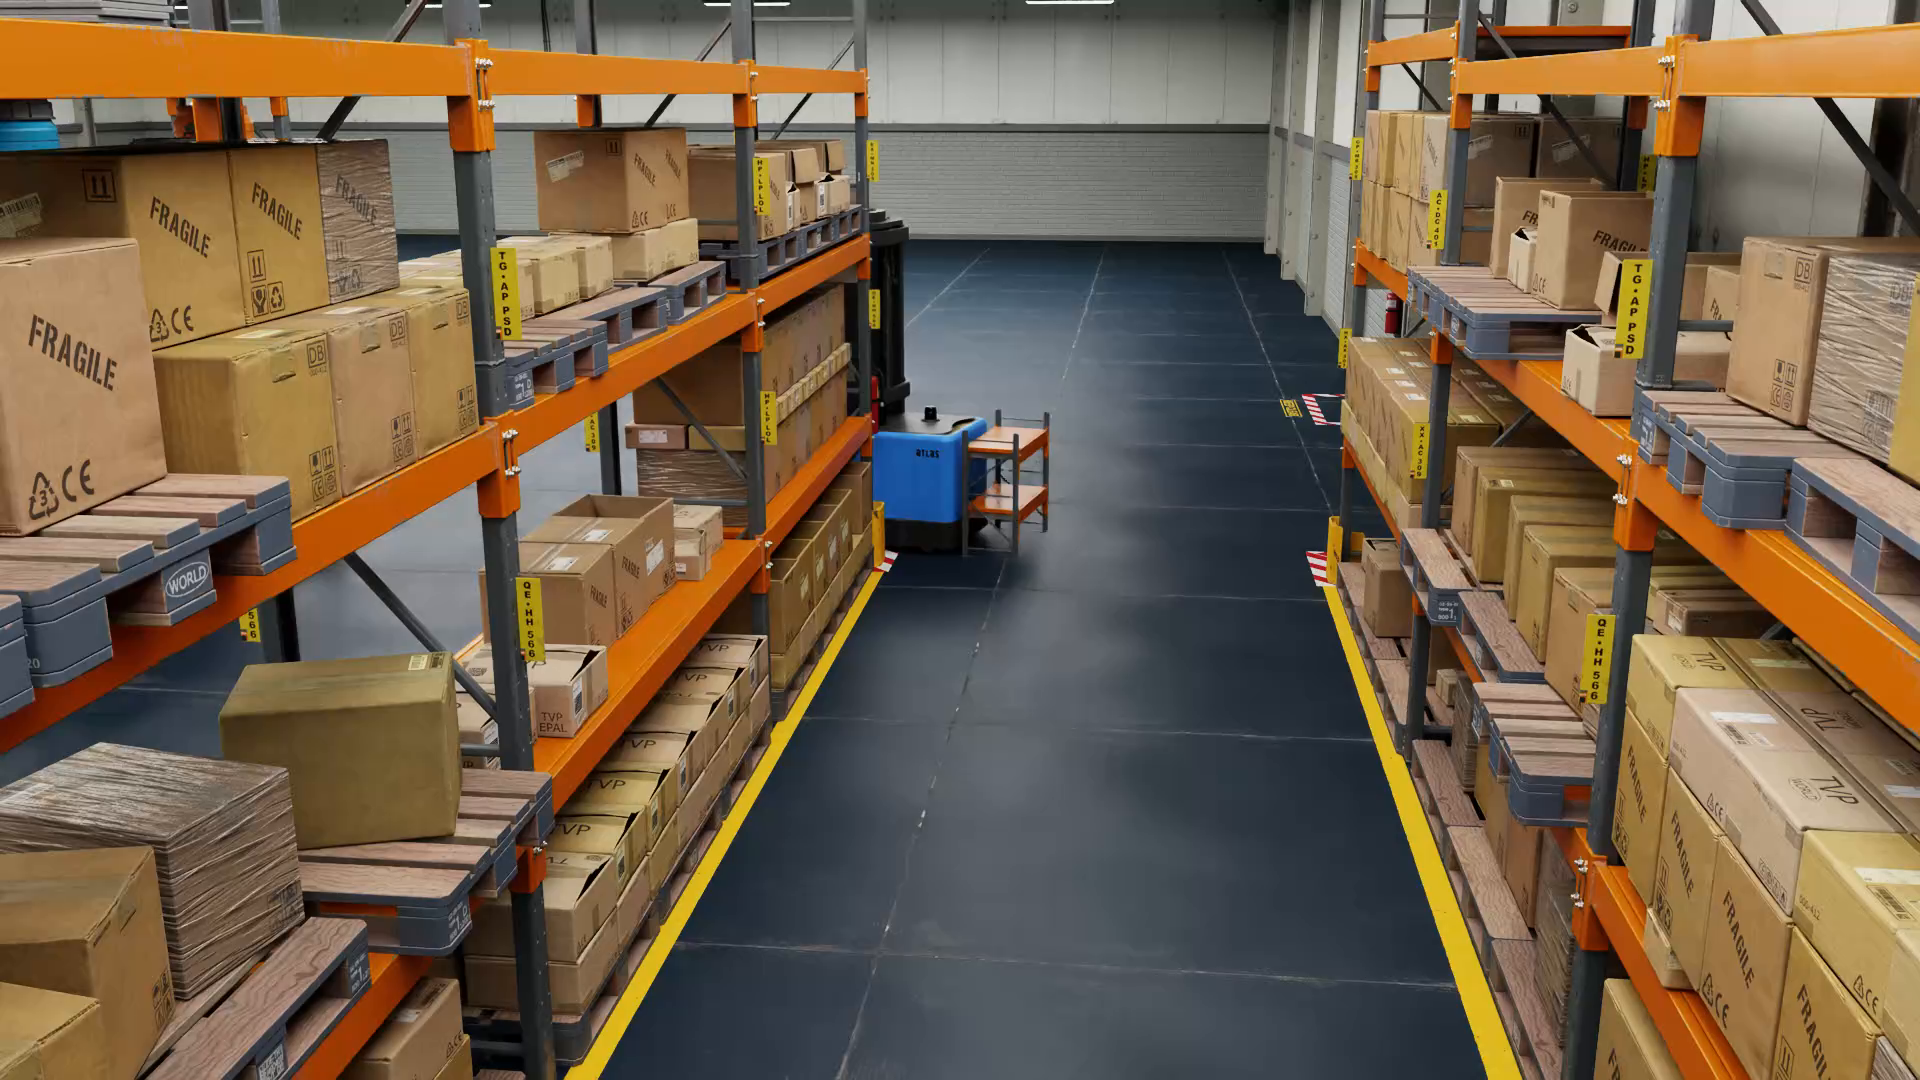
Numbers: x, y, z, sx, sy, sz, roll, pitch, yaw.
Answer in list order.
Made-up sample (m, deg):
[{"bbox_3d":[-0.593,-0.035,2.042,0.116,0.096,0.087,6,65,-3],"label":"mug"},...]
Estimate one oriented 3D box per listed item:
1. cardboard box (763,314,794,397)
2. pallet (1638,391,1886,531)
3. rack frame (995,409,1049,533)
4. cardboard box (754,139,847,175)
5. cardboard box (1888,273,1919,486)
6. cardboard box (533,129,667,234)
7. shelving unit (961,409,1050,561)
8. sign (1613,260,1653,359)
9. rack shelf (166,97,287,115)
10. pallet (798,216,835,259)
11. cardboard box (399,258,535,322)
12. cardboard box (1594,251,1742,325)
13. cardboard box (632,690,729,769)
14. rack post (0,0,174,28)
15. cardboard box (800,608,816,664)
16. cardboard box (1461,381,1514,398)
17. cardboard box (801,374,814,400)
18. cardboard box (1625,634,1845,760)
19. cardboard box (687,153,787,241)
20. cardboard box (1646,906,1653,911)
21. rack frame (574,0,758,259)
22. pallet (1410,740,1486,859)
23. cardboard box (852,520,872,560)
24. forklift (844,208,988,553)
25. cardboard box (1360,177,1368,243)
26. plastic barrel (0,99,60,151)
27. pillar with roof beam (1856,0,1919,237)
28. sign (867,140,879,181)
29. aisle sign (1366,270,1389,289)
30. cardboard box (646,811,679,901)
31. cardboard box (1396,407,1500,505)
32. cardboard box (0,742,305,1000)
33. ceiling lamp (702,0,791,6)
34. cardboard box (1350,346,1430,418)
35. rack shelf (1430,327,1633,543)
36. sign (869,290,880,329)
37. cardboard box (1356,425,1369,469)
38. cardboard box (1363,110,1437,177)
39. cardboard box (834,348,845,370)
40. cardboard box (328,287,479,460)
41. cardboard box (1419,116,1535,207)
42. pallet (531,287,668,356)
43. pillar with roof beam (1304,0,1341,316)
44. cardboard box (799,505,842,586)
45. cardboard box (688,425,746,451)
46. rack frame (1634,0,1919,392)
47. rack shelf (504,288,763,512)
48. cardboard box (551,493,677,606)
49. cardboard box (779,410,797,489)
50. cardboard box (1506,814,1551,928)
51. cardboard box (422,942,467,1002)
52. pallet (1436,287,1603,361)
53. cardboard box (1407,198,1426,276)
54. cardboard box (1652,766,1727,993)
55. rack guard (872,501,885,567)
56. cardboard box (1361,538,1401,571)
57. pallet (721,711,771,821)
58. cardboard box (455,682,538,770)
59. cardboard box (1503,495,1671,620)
[{"bbox_3d":[-1.547,-1.281,11.477,0.700,0.500,0.500,2,15,6],"label":"cardboard box"},{"bbox_3d":[2.748,-0.237,4.905,1.213,0.211,1.003,2,15,9],"label":"pallet"},{"bbox_3d":[0.571,-0.634,15.352,0.500,1.125,0.032,5,16,17],"label":"rack frame"},{"bbox_3d":[-1.321,-2.887,13.076,0.797,0.503,0.637,3,15,10],"label":"cardboard box"},{"bbox_3d":[2.687,-0.347,3.919,0.700,0.500,0.500,2,15,9],"label":"cardboard box"},{"bbox_3d":[-1.853,-1.864,8.608,0.500,0.500,0.500,3,15,12],"label":"cardboard box"},{"bbox_3d":[0.416,-0.508,14.885,0.538,1.125,1.048,5,16,17],"label":"shelving unit"},{"bbox_3d":[2.229,-0.762,5.498,0.100,0.325,0.005,2,15,6],"label":"sign"},{"bbox_3d":[-6.399,-3.252,12.093,1.077,0.370,4.000,2,15,6],"label":"rack shelf"},{"bbox_3d":[-1.493,-2.173,11.876,1.003,0.211,1.213,2,15,6],"label":"pallet"},{"bbox_3d":[-2.118,-1.027,6.951,0.500,0.250,0.500,2,15,8],"label":"cardboard box"},{"bbox_3d":[3.006,-0.889,6.721,0.797,0.503,0.637,4,16,14],"label":"cardboard box"},{"bbox_3d":[-1.575,1.001,9.101,0.500,0.311,0.500,2,15,6],"label":"cardboard box"},{"bbox_3d":[-6.361,-3.771,12.013,0.937,0.300,0.954,1,15,5],"label":"rack post"},{"bbox_3d":[-1.288,0.653,11.463,0.500,0.250,0.500,2,15,6],"label":"cardboard box"},{"bbox_3d":[3.603,-0.764,11.053,0.500,0.500,0.500,2,15,8],"label":"cardboard box"},{"bbox_3d":[-1.279,-1.122,12.132,0.380,0.149,0.250,1,15,5],"label":"cardboard box"},{"bbox_3d":[2.457,0.506,5.308,0.500,0.250,0.500,2,15,8],"label":"cardboard box"},{"bbox_3d":[-1.385,-2.120,10.245,0.500,0.500,0.500,3,15,11],"label":"cardboard box"},{"bbox_3d":[2.463,1.207,5.395,0.380,0.149,0.250,2,15,7],"label":"cardboard box"},{"bbox_3d":[-1.703,-3.127,9.485,1.000,3.000,0.127,2,15,6],"label":"rack frame"},{"bbox_3d":[3.133,1.462,9.349,1.003,0.211,1.213,2,15,6],"label":"pallet"},{"bbox_3d":[-1.019,0.004,13.863,0.500,0.250,0.500,2,15,6],"label":"cardboard box"},{"bbox_3d":[-1.314,-1.516,15.153,3.031,2.935,1.130,5,16,19],"label":"forklift"},{"bbox_3d":[3.384,-2.550,12.868,0.500,0.500,0.500,2,15,8],"label":"cardboard box"},{"bbox_3d":[-6.406,-2.525,11.243,0.600,0.901,0.708,2,15,6],"label":"plastic barrel"},{"bbox_3d":[-0.504,-2.383,6.734,9.100,9.000,0.400,2,15,6],"label":"pillar with roof beam"},{"bbox_3d":[-0.714,-3.086,13.536,0.100,0.325,0.005,2,15,6],"label":"sign"},{"bbox_3d":[3.380,-2.406,13.331,0.394,0.787,0.004,2,15,6],"label":"aisle sign"},{"bbox_3d":[-1.695,1.539,8.188,0.500,0.250,0.500,1,15,5],"label":"cardboard box"},{"bbox_3d":[2.965,-0.517,10.139,0.500,0.500,0.500,2,15,6],"label":"cardboard box"},{"bbox_3d":[-2.407,0.954,4.891,0.700,0.500,0.500,5,16,17],"label":"cardboard box"},{"bbox_3d":[-4.822,-13.771,37.667,2.000,3.185,0.800,2,15,6],"label":"ceiling lamp"},{"bbox_3d":[3.252,-1.180,12.590,0.500,0.500,0.500,2,15,6],"label":"cardboard box"},{"bbox_3d":[2.993,-0.668,7.516,1.077,0.370,4.000,2,15,6],"label":"rack shelf"},{"bbox_3d":[-0.714,-1.922,13.851,0.100,0.325,0.005,2,15,6],"label":"sign"},{"bbox_3d":[3.192,-0.676,12.165,0.500,0.250,0.500,1,15,5],"label":"cardboard box"},{"bbox_3d":[3.386,-3.019,12.688,0.500,0.500,0.500,1,15,2],"label":"cardboard box"},{"bbox_3d":[-1.134,-1.457,13.369,0.380,0.149,0.250,2,15,8],"label":"cardboard box"},{"bbox_3d":[-2.171,-0.575,5.605,0.910,0.500,0.500,2,15,6],"label":"cardboard box"},{"bbox_3d":[3.006,-2.212,9.705,0.500,0.500,0.500,0,15,1],"label":"cardboard box"},{"bbox_3d":[-2.044,-1.019,7.798,1.003,0.211,1.213,2,15,9],"label":"pallet"},{"bbox_3d":[2.205,-8.607,29.754,9.100,9.000,0.400,2,15,6],"label":"pillar with roof beam"},{"bbox_3d":[-1.173,0.032,12.324,0.500,0.500,0.500,2,15,6],"label":"cardboard box"},{"bbox_3d":[-1.481,-0.656,10.407,0.380,0.149,0.250,2,15,6],"label":"cardboard box"},{"bbox_3d":[2.768,-1.944,5.113,1.000,3.000,0.127,2,15,6],"label":"rack frame"},{"bbox_3d":[-1.929,-0.813,8.052,1.077,0.370,4.000,2,15,6],"label":"rack shelf"},{"bbox_3d":[-1.866,0.056,9.015,0.500,0.500,0.500,3,15,10],"label":"cardboard box"},{"bbox_3d":[-1.546,-0.661,11.669,0.700,0.500,0.500,2,15,7],"label":"cardboard box"},{"bbox_3d":[2.999,1.498,7.822,0.700,0.500,0.500,2,15,6],"label":"cardboard box"},{"bbox_3d":[-2.338,1.788,7.267,0.500,0.250,0.500,2,15,8],"label":"cardboard box"},{"bbox_3d":[2.930,-1.017,7.790,1.213,0.211,1.003,2,15,6],"label":"pallet"},{"bbox_3d":[3.100,-1.861,10.320,0.500,0.500,0.500,0,15,2],"label":"cardboard box"},{"bbox_3d":[2.390,1.004,4.902,0.500,0.500,0.500,2,15,8],"label":"cardboard box"},{"bbox_3d":[-1.249,-0.068,14.454,1.175,0.500,0.348,2,15,6],"label":"rack guard"},{"bbox_3d":[3.503,0.139,13.209,0.500,0.311,0.500,0,15,0],"label":"cardboard box"},{"bbox_3d":[-1.748,1.308,9.921,1.003,0.211,1.213,2,15,6],"label":"pallet"},{"bbox_3d":[-2.070,0.757,6.787,0.500,0.311,0.500,3,15,10],"label":"cardboard box"},{"bbox_3d":[3.014,0.101,8.007,0.700,0.500,0.500,4,16,14],"label":"cardboard box"}]
